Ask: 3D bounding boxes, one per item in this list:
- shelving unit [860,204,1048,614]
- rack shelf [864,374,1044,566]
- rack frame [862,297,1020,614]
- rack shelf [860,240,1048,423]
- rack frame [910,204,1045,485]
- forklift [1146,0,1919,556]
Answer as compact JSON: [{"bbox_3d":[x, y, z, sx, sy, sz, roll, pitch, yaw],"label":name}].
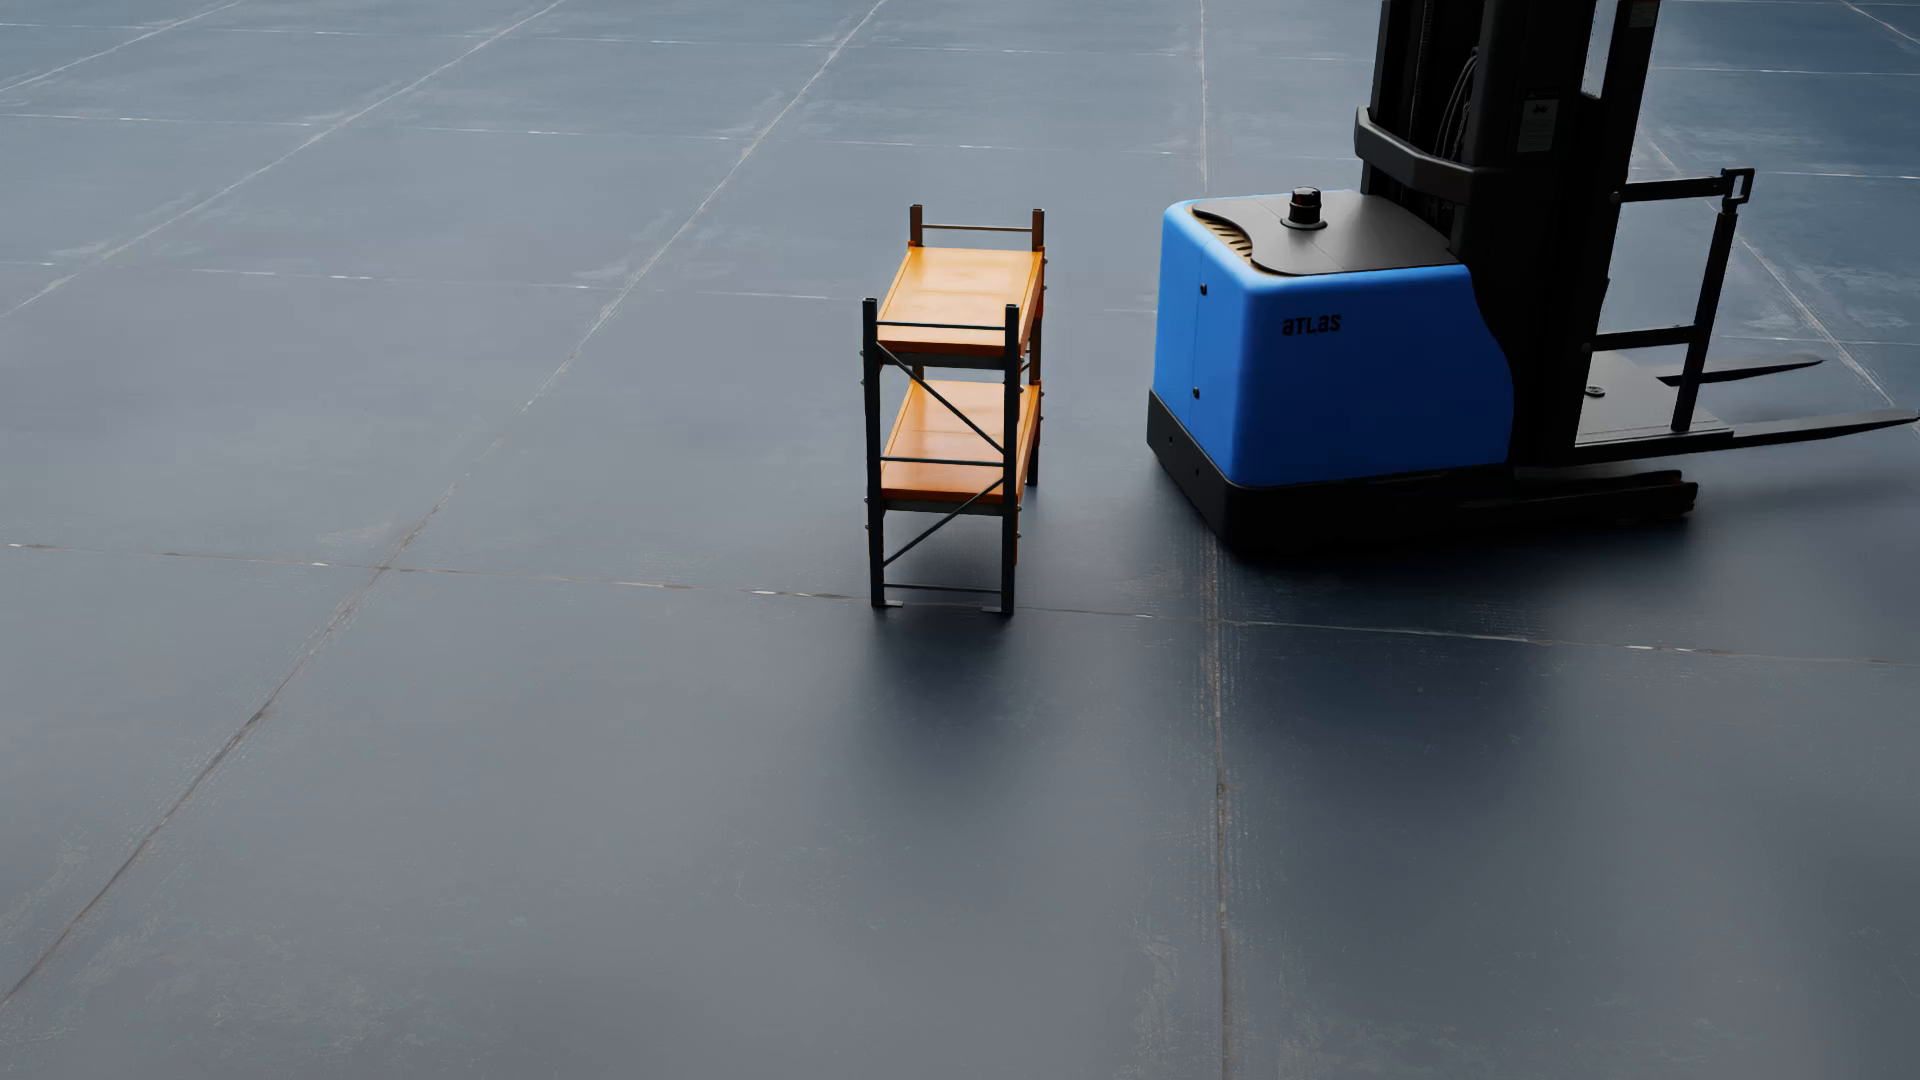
[{"bbox_3d":[0.001,-0.498,5.989,0.538,1.125,1.048,3,28,6],"label":"shelving unit"},{"bbox_3d":[0.001,-0.283,6.105,0.538,0.278,1.000,3,28,6],"label":"rack shelf"},{"bbox_3d":[-0.061,-0.259,5.545,0.500,1.125,0.032,3,28,6],"label":"rack frame"},{"bbox_3d":[0.001,-0.756,5.850,0.538,0.278,1.000,3,28,6],"label":"rack shelf"},{"bbox_3d":[0.063,-0.738,6.433,0.500,1.125,0.032,3,28,6],"label":"rack frame"},{"bbox_3d":[2.340,-1.587,6.106,3.031,2.935,1.130,-6,29,-11],"label":"forklift"}]
